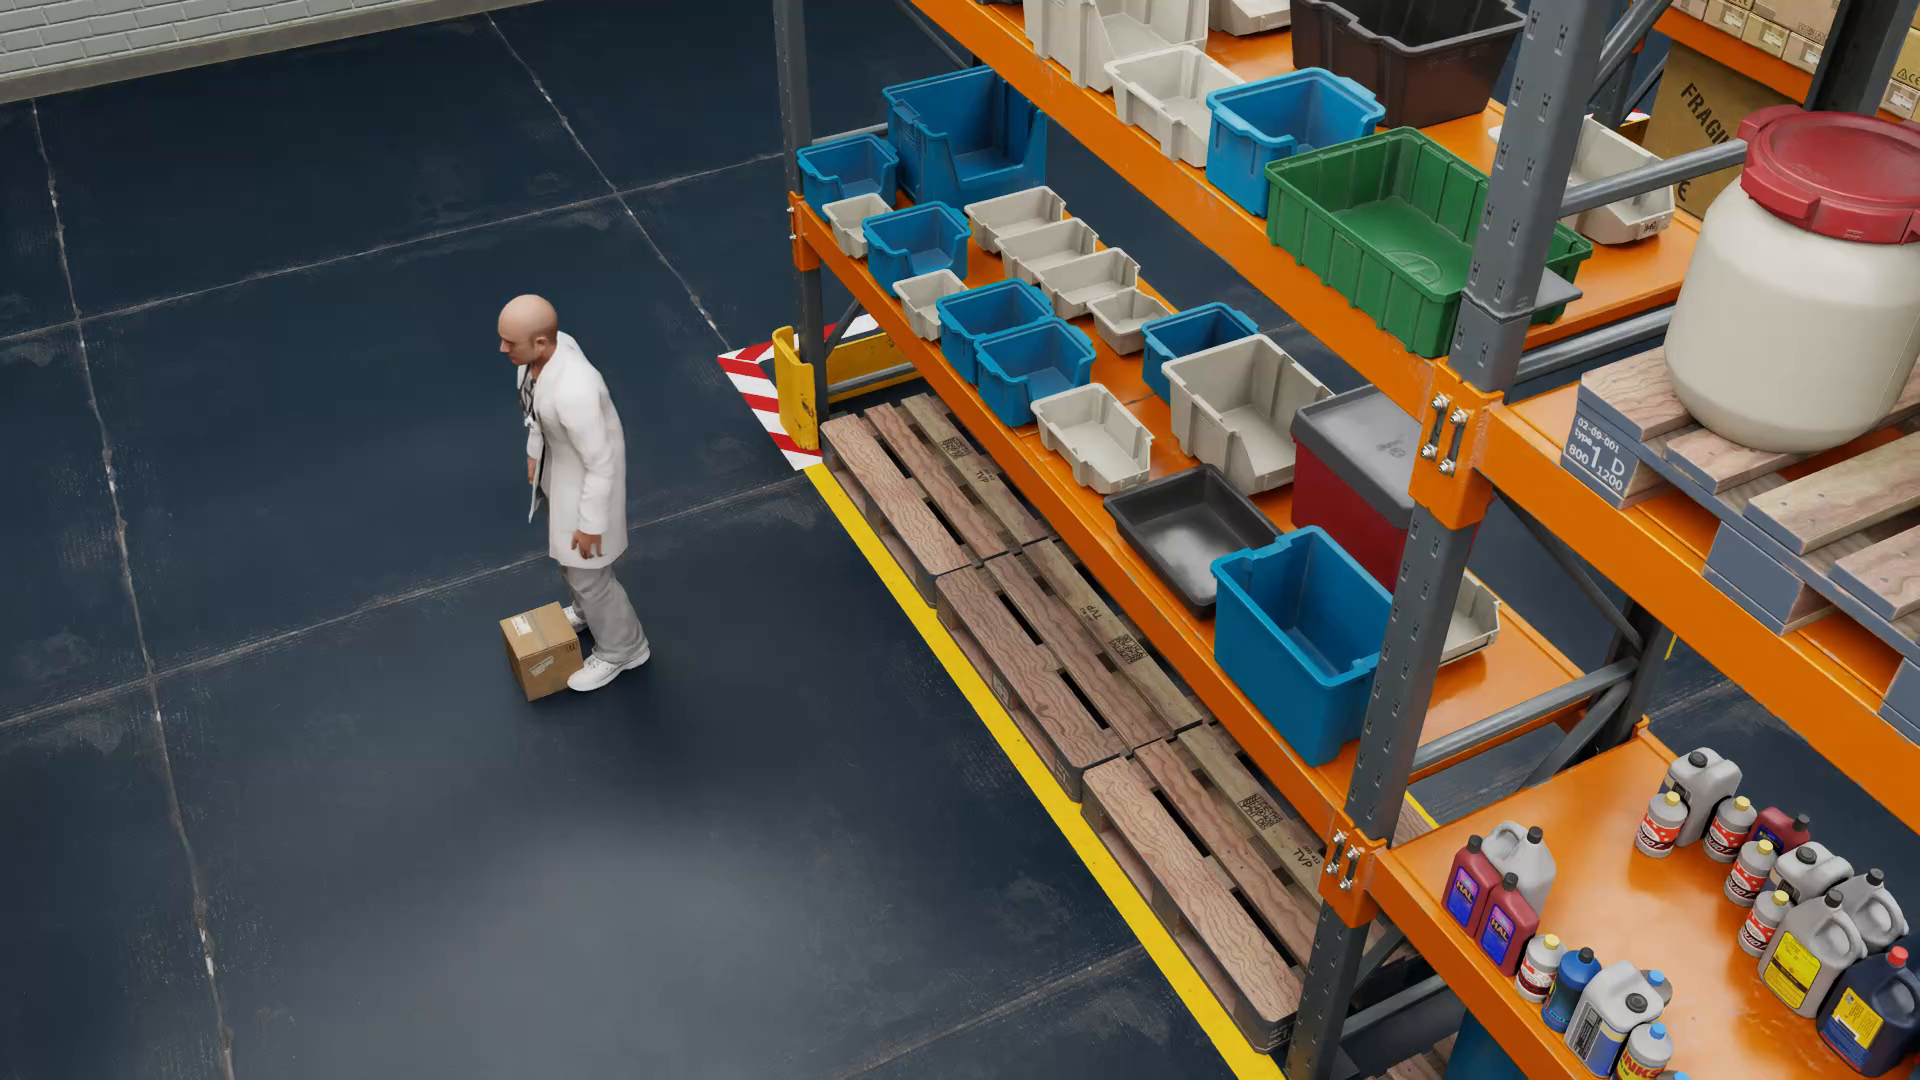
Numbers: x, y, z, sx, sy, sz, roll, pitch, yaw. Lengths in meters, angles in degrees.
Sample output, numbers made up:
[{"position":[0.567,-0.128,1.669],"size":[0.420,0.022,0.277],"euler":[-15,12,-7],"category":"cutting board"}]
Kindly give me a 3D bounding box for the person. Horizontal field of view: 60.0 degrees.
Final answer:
[{"position":[-1.485,-0.194,6.395],"size":[0.417,1.775,0.656],"euler":[-20,45,-22],"category":"person"}]
